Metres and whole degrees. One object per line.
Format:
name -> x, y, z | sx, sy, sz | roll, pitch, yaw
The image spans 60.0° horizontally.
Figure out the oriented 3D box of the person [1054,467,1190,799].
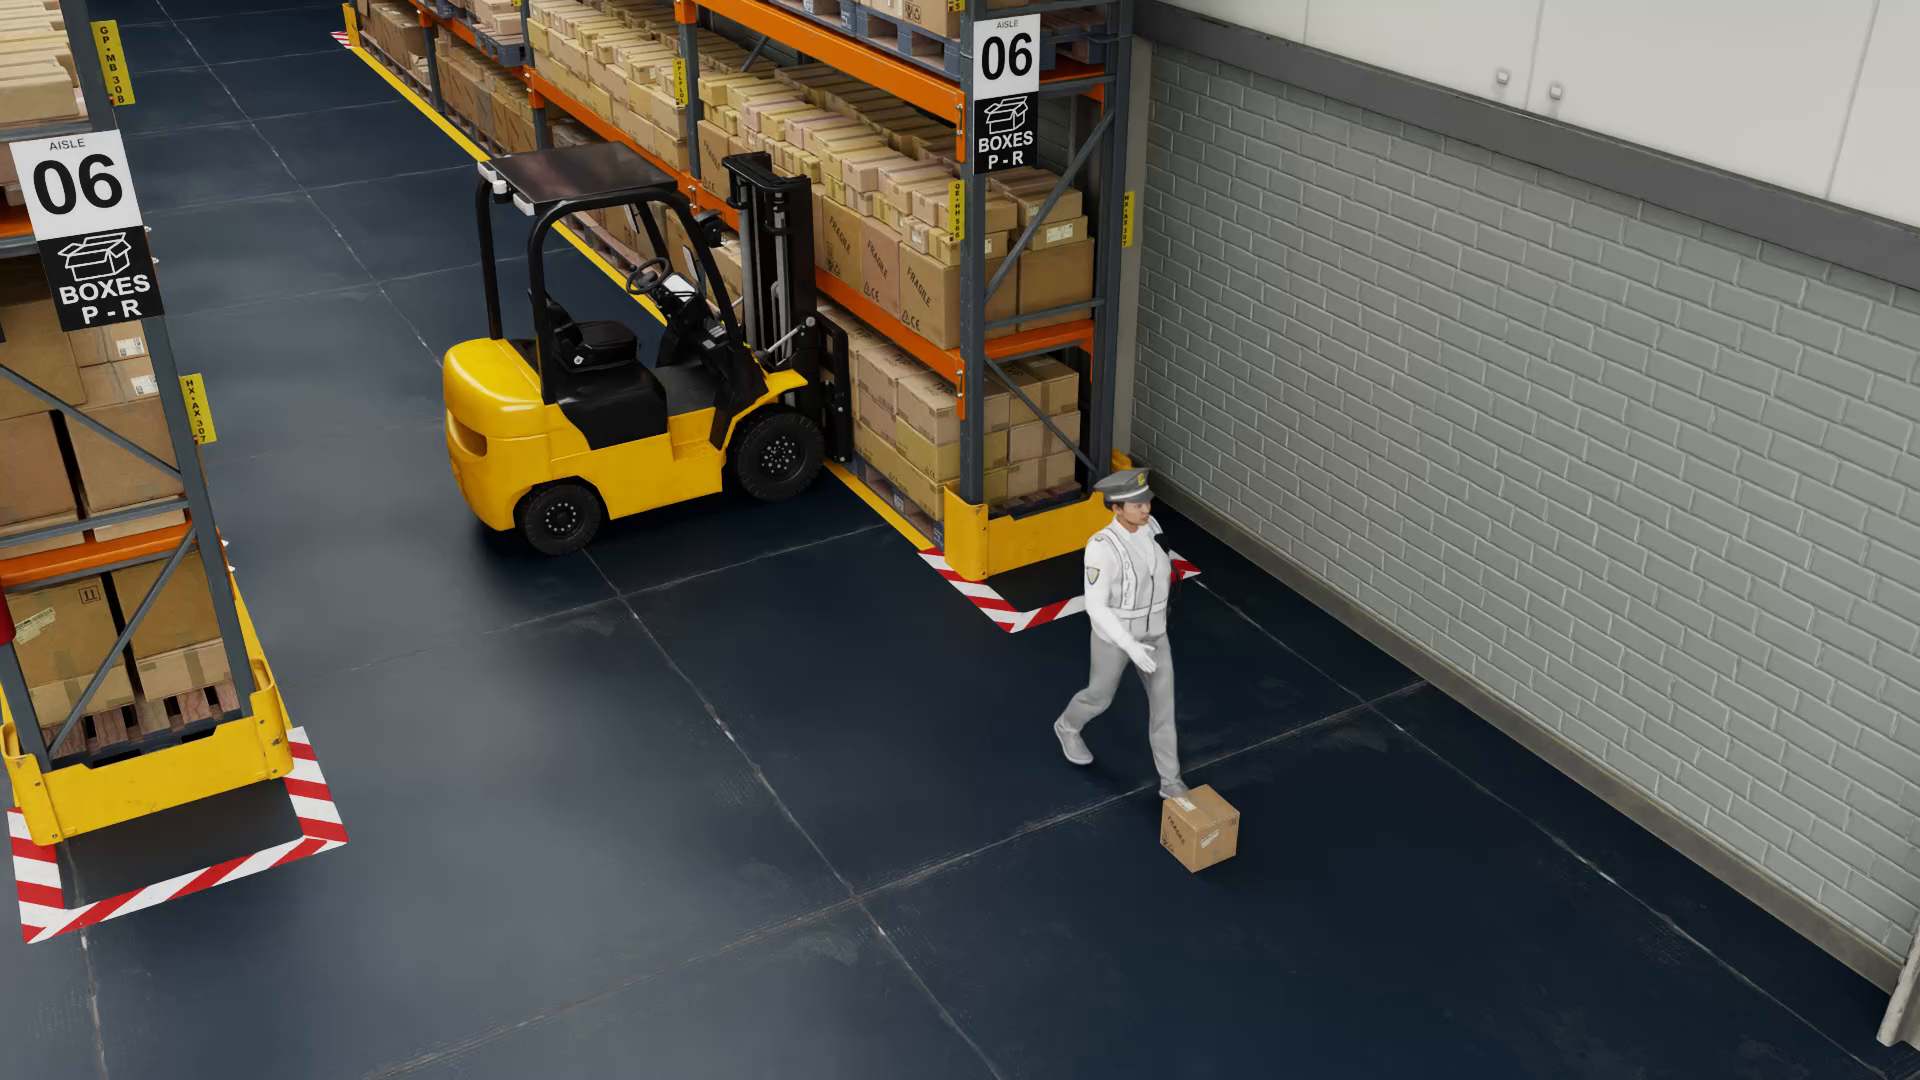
person -> 0.814, 0.444, 7.708 | 0.537, 1.657, 0.905 | -17, 34, -28
